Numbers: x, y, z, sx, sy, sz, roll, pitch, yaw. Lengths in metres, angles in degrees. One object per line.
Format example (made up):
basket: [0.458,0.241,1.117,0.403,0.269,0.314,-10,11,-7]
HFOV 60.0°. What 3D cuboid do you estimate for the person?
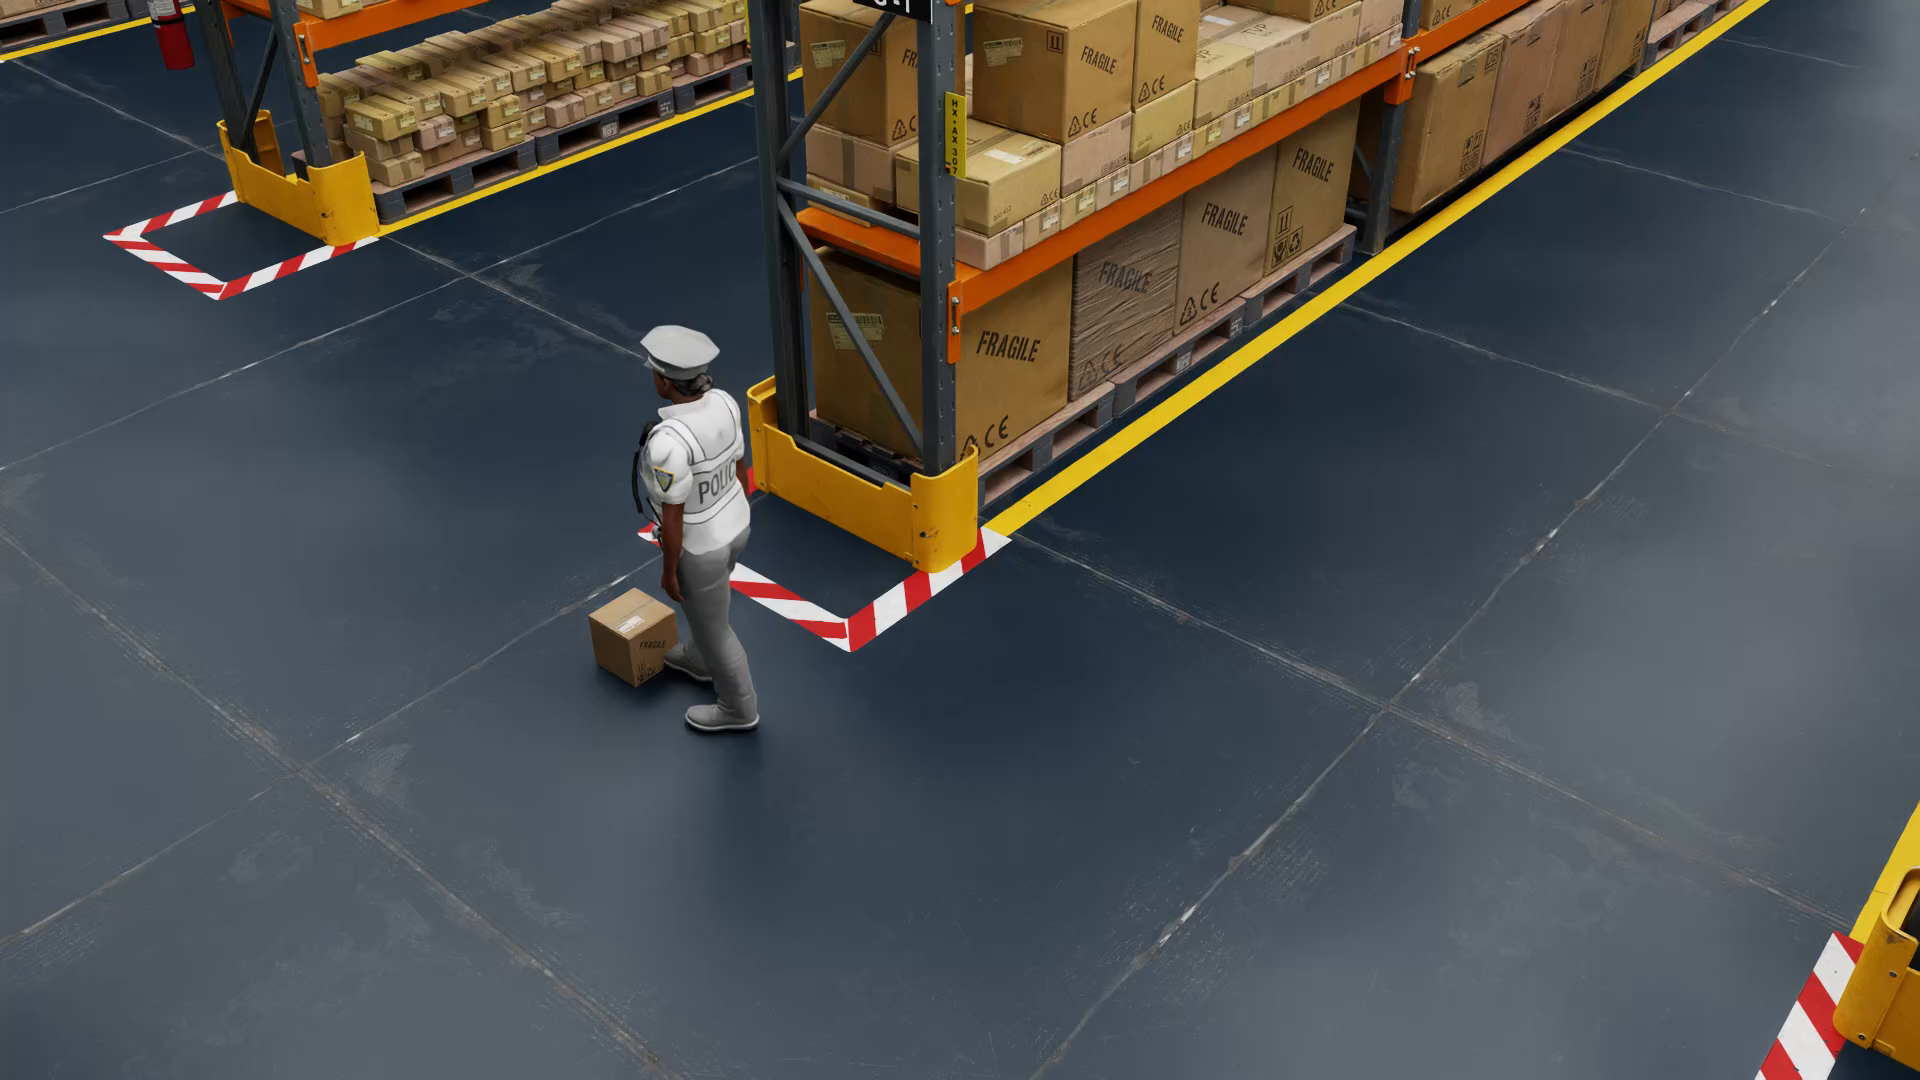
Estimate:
person: [-1.043,-0.031,6.165,0.582,1.665,0.487,14,37,18]
